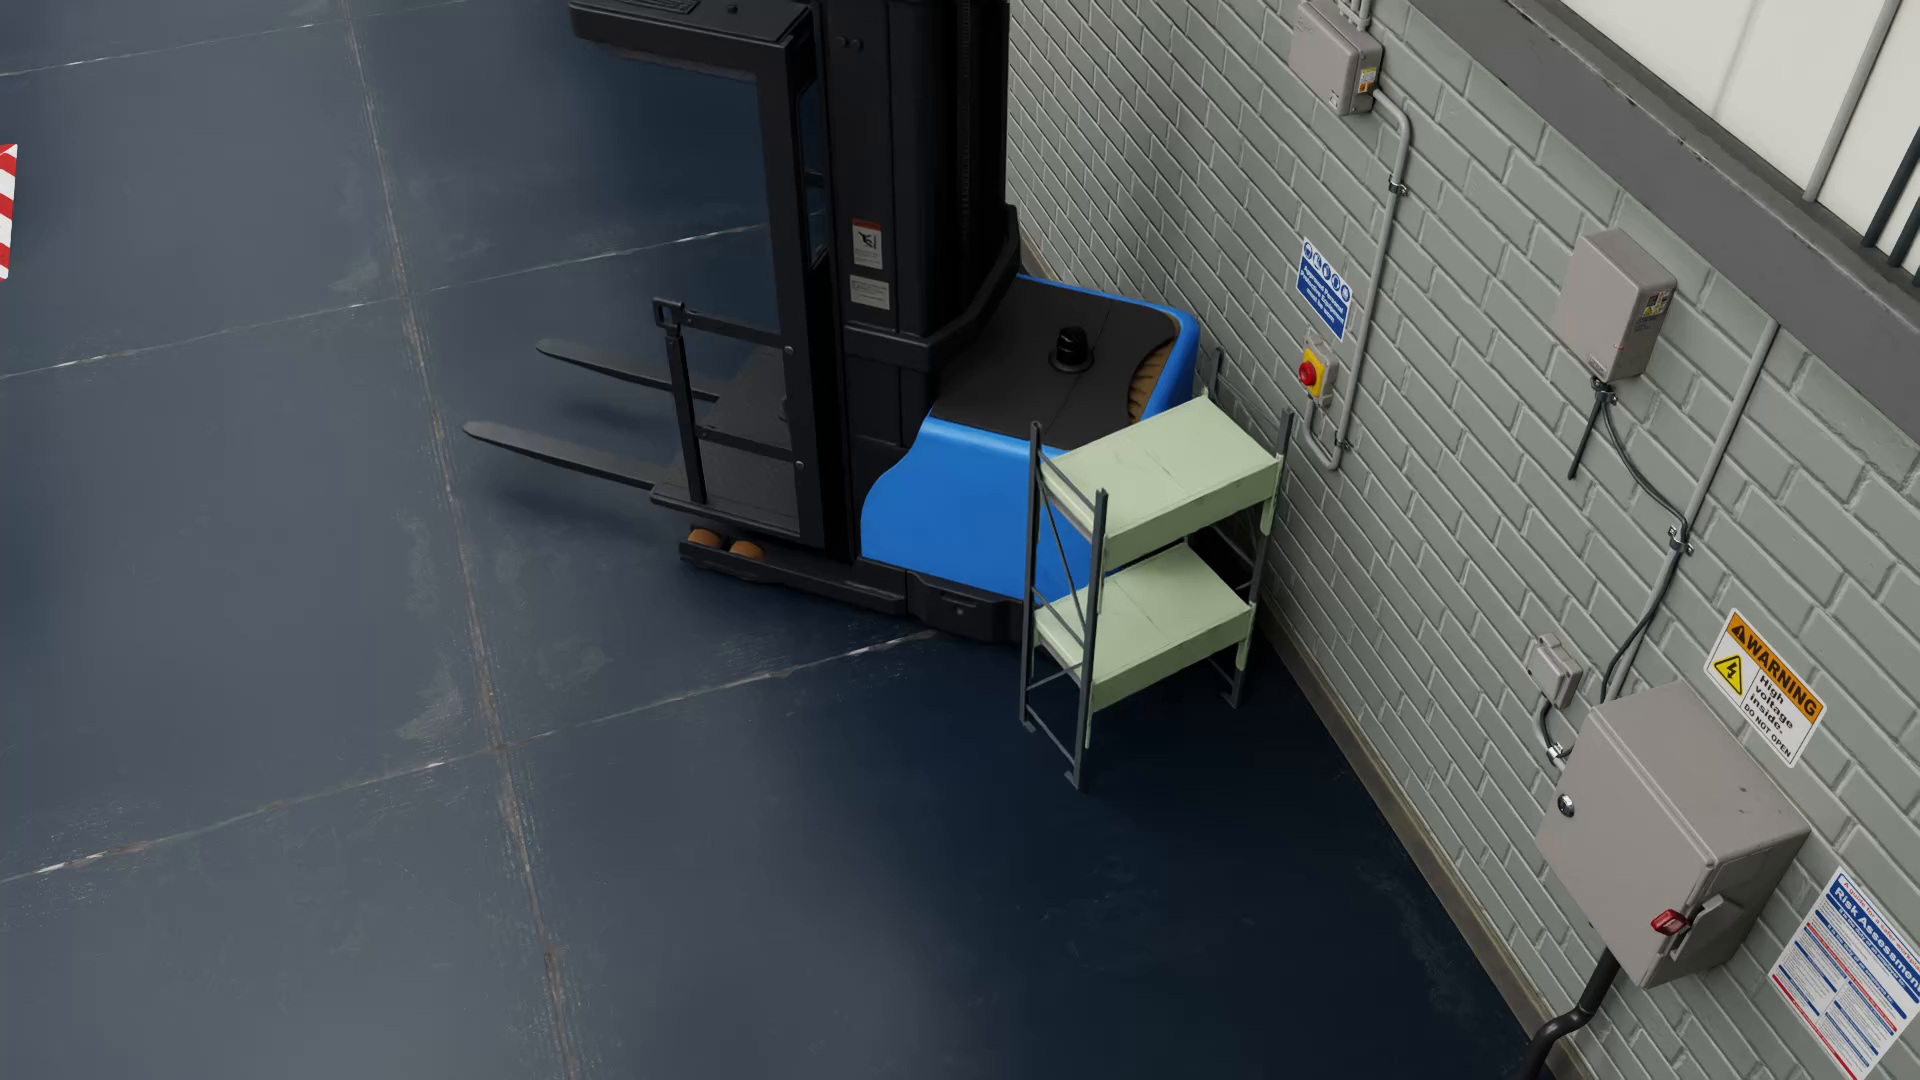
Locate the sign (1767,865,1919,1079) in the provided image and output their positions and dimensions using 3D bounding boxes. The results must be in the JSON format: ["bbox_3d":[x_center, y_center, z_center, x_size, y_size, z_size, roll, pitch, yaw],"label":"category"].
[{"bbox_3d":[2.119,1.046,3.966,0.001,0.494,0.329,-14,47,-14],"label":"sign"}]

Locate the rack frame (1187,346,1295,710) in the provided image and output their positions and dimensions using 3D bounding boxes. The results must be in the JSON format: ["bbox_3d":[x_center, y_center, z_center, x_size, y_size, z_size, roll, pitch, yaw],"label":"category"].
[{"bbox_3d":[0.965,0.000,6.000,0.023,1.500,0.400,-23,50,-22],"label":"rack frame"}]

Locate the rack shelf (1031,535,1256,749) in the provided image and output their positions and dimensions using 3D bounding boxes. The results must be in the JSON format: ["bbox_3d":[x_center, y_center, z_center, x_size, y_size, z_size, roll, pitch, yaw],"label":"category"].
[{"bbox_3d":[0.653,0.366,6.096,0.720,0.370,0.431,-23,50,-22],"label":"rack shelf"}]

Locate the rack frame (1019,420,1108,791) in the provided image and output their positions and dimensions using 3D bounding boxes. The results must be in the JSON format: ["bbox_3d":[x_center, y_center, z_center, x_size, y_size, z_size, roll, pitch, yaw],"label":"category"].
[{"bbox_3d":[0.341,0.271,5.730,0.023,1.500,0.400,-23,50,-22],"label":"rack frame"}]

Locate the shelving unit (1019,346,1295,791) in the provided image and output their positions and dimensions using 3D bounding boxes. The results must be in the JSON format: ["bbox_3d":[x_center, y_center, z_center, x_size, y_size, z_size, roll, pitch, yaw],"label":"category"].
[{"bbox_3d":[0.653,0.136,5.865,0.755,1.500,0.431,-23,50,-22],"label":"shelving unit"}]

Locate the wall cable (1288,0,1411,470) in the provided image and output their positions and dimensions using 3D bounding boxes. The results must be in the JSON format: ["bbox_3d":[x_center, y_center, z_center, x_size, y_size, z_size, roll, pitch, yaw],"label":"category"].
[{"bbox_3d":[1.180,-1.071,5.270,0.123,1.953,0.585,-14,47,-14],"label":"wall cable"}]

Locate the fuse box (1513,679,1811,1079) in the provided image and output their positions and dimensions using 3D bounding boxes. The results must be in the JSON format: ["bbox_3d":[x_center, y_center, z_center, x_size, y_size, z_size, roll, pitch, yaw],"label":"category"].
[{"bbox_3d":[1.756,1.188,4.667,0.414,1.711,0.539,-14,47,-14],"label":"fuse box"}]

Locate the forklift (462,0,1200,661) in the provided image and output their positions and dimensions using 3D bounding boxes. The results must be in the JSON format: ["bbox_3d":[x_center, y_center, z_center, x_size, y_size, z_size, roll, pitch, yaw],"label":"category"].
[{"bbox_3d":[-0.631,-1.203,6.189,3.031,2.935,1.130,15,47,14],"label":"forklift"}]

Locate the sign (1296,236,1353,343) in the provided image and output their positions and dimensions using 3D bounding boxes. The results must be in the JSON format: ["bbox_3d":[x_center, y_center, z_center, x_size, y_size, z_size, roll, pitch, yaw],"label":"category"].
[{"bbox_3d":[1.221,-0.844,5.592,0.001,0.218,0.327,-14,47,-14],"label":"sign"}]

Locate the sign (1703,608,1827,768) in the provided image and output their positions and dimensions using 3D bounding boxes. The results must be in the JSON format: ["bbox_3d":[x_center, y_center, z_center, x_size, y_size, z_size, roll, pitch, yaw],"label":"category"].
[{"bbox_3d":[1.932,0.355,4.005,0.001,0.242,0.339,-14,47,-14],"label":"sign"}]

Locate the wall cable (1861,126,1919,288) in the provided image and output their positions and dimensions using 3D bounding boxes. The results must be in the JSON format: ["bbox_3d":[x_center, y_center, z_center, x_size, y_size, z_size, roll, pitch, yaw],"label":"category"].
[{"bbox_3d":[2.302,-0.650,1.327,0.133,3.039,2.988,-14,47,-14],"label":"wall cable"}]

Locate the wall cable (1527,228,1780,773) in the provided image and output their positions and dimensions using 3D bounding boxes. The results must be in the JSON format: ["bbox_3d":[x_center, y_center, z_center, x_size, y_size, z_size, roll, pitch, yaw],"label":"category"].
[{"bbox_3d":[1.673,-0.118,4.342,0.122,1.984,0.588,-14,47,-14],"label":"wall cable"}]

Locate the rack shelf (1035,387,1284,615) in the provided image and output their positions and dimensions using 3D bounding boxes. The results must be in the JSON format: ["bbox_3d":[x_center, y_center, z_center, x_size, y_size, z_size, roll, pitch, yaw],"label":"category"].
[{"bbox_3d":[0.653,-0.140,5.589,0.720,0.370,0.431,-23,50,-22],"label":"rack shelf"}]

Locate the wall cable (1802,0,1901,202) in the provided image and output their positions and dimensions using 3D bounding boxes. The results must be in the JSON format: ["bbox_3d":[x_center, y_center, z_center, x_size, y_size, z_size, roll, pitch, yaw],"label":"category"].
[{"bbox_3d":[1.392,-2.502,3.199,0.029,3.000,2.355,-14,47,-14],"label":"wall cable"}]
